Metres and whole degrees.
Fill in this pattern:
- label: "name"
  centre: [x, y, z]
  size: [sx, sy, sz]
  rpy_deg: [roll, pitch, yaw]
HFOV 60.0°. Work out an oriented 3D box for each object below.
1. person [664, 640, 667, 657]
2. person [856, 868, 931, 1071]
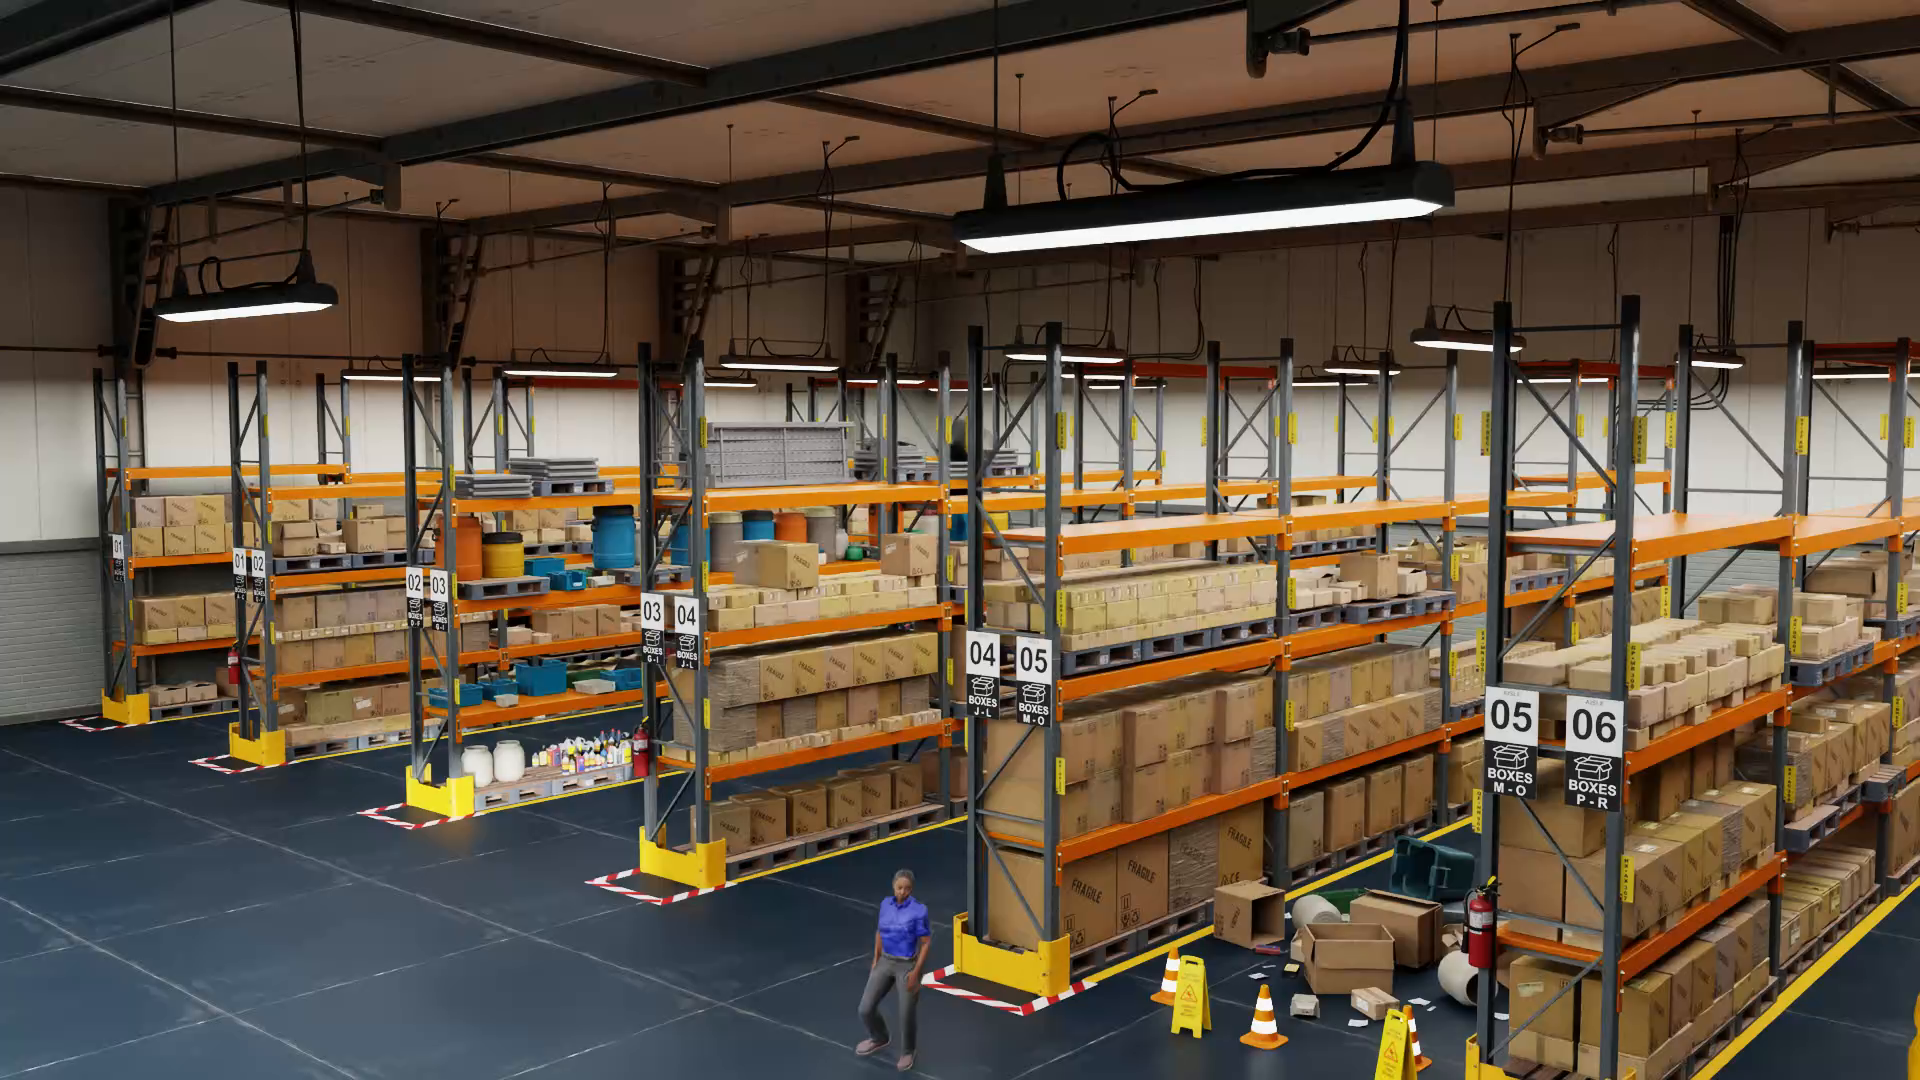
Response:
- label: "person"
  centre: [-6.212, 1.938, 33.928]
  size: [0.554, 1.556, 0.779]
  rpy_deg: [0, 4, 3]
- label: "person"
  centre: [-0.552, 3.399, 13.130]
  size: [0.705, 1.651, 0.602]
  rpy_deg: [2, 4, 20]
